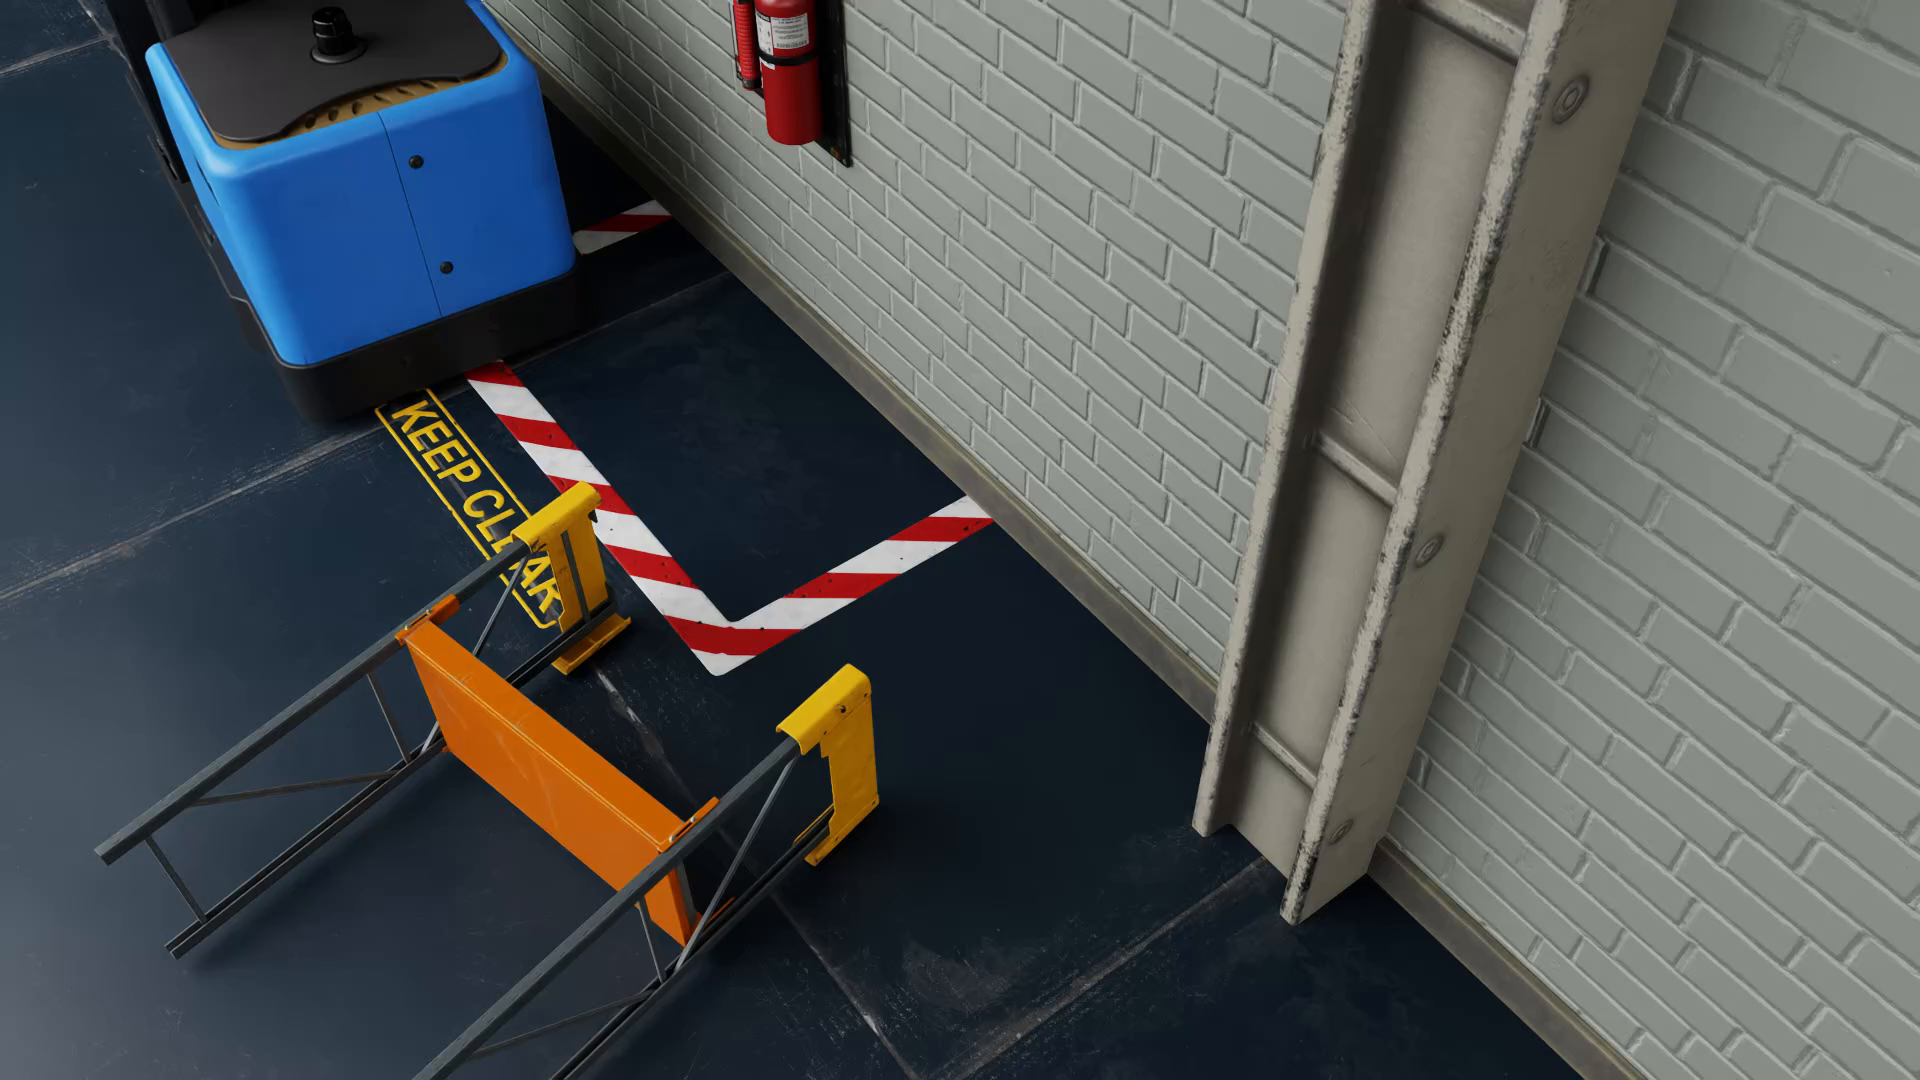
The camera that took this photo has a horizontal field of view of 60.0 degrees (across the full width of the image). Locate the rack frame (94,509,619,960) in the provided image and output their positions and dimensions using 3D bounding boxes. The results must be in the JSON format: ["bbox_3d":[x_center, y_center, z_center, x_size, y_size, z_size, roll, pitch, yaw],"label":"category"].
[{"bbox_3d":[-1.514,0.463,4.417,0.032,0.500,1.500,32,56,26],"label":"rack frame"}]

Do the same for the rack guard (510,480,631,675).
[{"bbox_3d":[-1.098,0.115,4.728,0.087,0.587,0.250,32,56,26],"label":"rack guard"}]

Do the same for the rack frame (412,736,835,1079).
[{"bbox_3d":[-0.735,0.947,3.978,0.032,0.500,1.500,32,56,26],"label":"rack frame"}]

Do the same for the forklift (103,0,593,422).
[{"bbox_3d":[-2.504,-2.454,5.496,1.130,2.935,3.031,-25,52,-21],"label":"forklift"}]

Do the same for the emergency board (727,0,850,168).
[{"bbox_3d":[-0.594,-1.658,4.729,0.194,1.169,0.643,-29,54,-24],"label":"emergency board"}]

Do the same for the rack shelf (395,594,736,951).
[{"bbox_3d":[-1.009,0.602,4.290,1.000,0.538,0.185,32,56,26],"label":"rack shelf"}]

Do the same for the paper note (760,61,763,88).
[{"bbox_3d":[-0.646,-1.498,5.178,0.016,0.148,0.142,-29,54,-24],"label":"paper note"}]

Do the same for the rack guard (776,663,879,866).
[{"bbox_3d":[-0.335,0.589,4.298,0.087,0.587,0.250,32,56,26],"label":"rack guard"}]

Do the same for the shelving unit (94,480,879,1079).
[{"bbox_3d":[-1.118,0.709,4.194,1.083,0.587,1.500,32,56,26],"label":"shelving unit"}]
